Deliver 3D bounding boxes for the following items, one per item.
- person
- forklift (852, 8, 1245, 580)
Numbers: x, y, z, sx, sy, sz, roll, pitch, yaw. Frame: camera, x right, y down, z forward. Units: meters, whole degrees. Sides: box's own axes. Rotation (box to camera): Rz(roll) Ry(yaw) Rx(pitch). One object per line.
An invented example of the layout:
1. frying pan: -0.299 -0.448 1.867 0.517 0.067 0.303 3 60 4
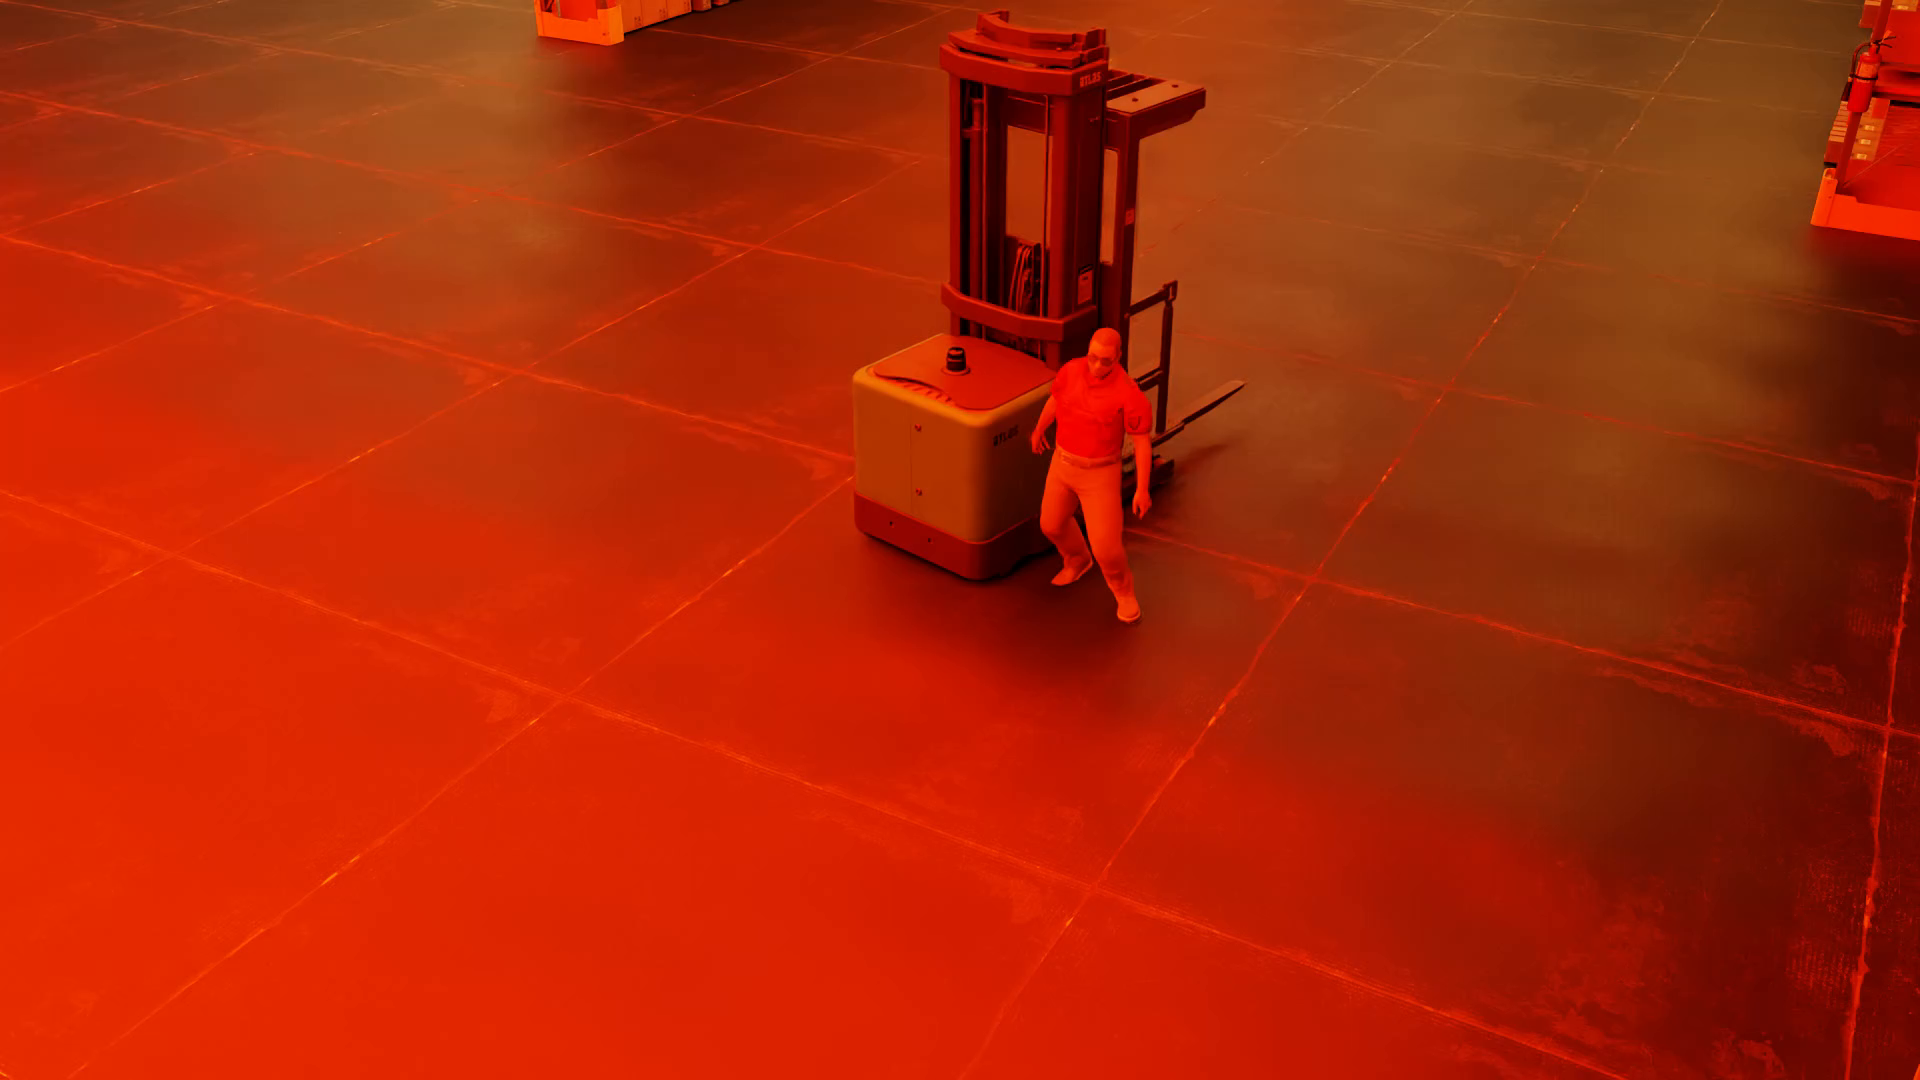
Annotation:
1. person: 0.700 -0.407 9.099 0.864 1.708 0.466 26 39 37
2. forklift: 0.713 -1.700 10.016 1.130 2.935 3.031 24 37 35
